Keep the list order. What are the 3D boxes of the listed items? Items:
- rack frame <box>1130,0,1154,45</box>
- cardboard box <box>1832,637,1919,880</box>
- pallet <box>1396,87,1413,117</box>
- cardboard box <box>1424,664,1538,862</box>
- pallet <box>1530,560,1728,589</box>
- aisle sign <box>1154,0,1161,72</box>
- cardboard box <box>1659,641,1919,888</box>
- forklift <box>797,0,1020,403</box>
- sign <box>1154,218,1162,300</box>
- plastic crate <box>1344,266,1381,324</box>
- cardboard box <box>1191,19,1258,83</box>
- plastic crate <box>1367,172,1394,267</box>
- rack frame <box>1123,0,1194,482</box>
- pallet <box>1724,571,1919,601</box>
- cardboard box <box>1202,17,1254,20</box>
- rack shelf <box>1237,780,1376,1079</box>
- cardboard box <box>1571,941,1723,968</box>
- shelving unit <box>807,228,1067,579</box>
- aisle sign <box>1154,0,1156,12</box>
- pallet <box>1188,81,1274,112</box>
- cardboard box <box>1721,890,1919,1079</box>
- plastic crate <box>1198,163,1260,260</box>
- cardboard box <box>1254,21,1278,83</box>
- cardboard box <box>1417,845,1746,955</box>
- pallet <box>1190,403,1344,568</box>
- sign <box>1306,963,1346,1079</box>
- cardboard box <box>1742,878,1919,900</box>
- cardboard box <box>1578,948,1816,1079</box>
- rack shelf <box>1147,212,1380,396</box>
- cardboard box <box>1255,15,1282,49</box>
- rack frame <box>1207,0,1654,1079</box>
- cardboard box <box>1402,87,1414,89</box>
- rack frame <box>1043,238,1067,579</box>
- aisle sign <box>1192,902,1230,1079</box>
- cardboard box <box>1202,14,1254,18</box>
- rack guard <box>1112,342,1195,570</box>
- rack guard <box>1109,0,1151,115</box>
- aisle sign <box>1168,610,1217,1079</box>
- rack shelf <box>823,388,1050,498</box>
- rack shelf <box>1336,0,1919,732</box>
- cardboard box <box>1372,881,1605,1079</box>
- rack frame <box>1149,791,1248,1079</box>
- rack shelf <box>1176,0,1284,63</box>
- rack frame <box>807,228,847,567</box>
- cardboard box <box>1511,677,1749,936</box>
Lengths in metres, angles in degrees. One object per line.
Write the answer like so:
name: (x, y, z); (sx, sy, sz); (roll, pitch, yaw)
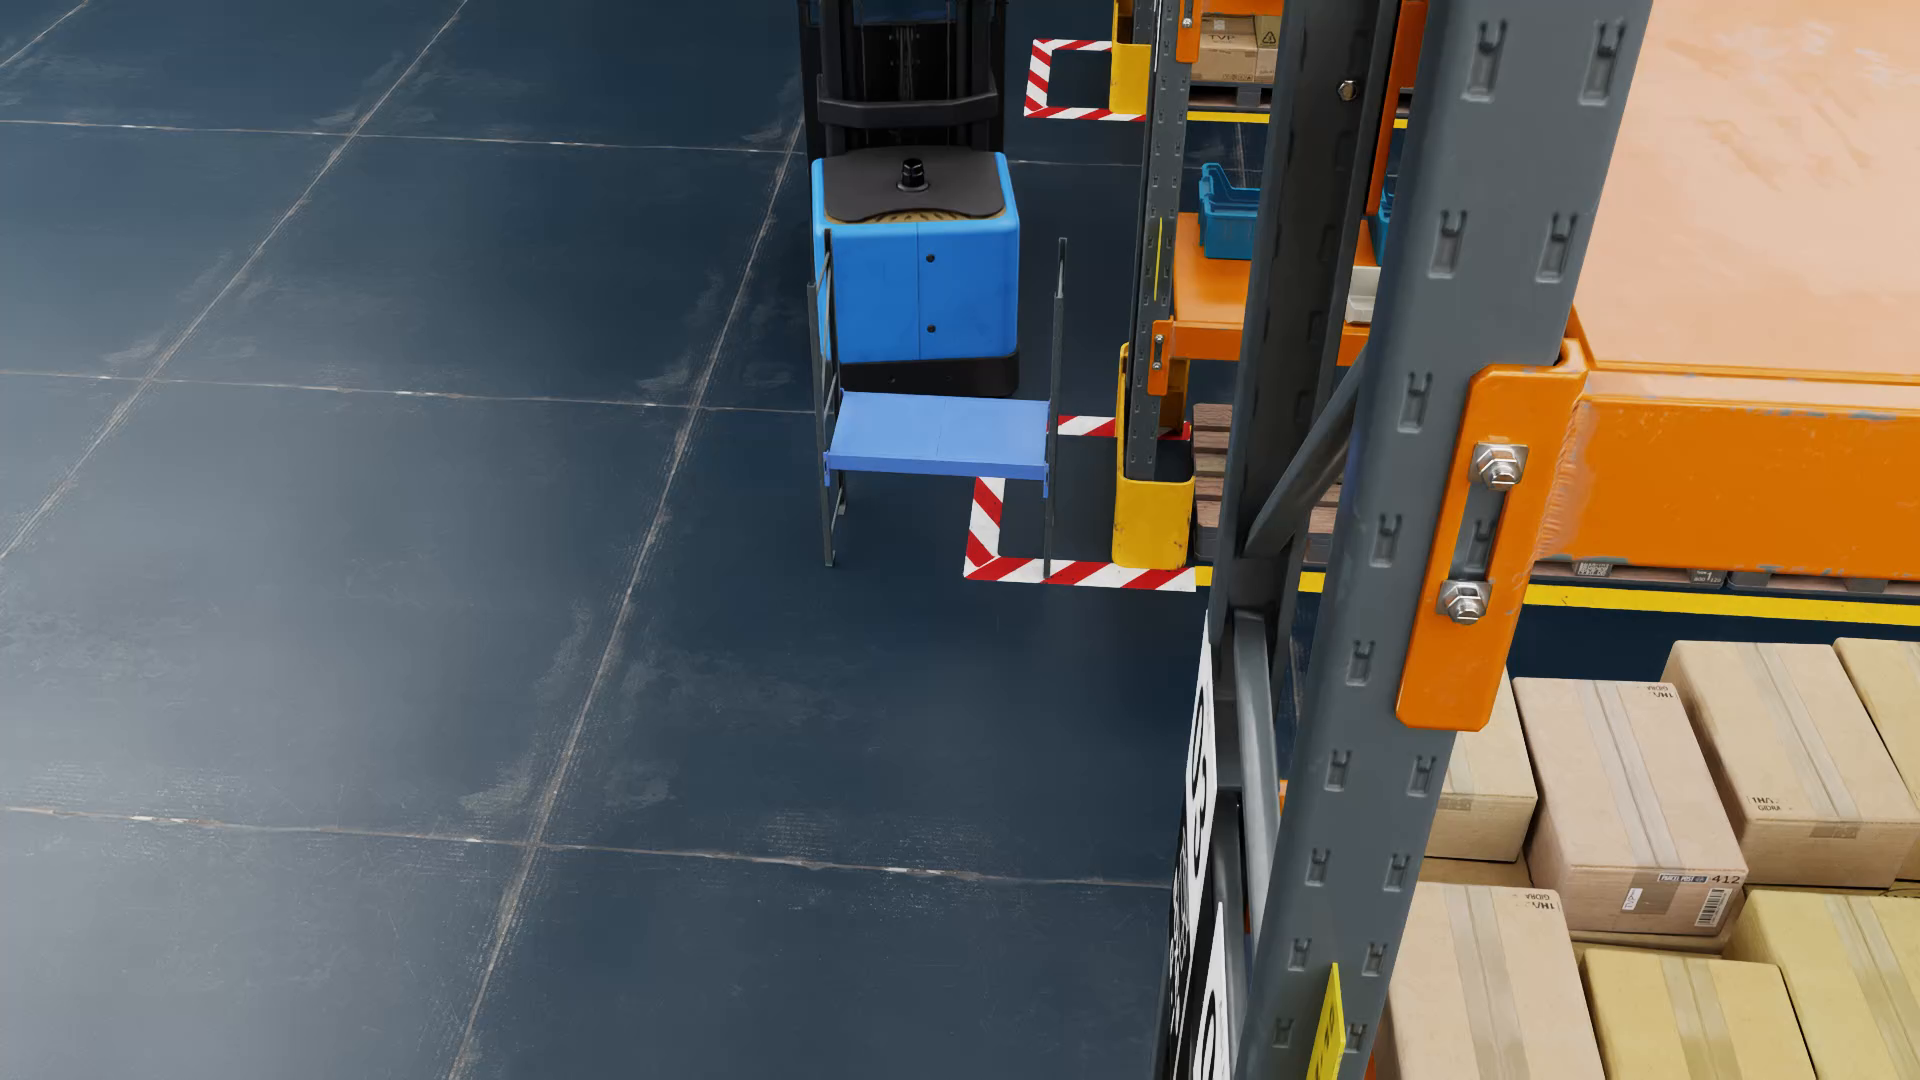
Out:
rack frame: (1.283, -4.486, 11.056); (0.127, 3.000, 1.000); (3, 39, 4)
cardboard box: (1.511, 0.336, 2.559); (0.250, 0.149, 0.380); (3, 39, 4)
pallet: (3.260, -3.321, 11.834); (1.213, 0.211, 1.003); (3, 39, 4)
cardboard box: (0.728, 0.303, 2.599); (0.250, 0.149, 0.380); (3, 39, 4)
pallet: (2.952, -0.199, 7.998); (1.213, 0.211, 1.003); (3, 39, 4)
aisle sign: (0.755, -2.199, 6.187); (0.004, 0.787, 0.394); (3, 39, 4)
cardboard box: (1.259, 0.337, 2.557); (0.250, 0.149, 0.380); (2, 39, 2)
forklift: (-0.323, -2.769, 9.001); (1.130, 2.935, 3.031); (-3, 39, -4)
sign: (0.800, -1.133, 6.717); (0.005, 0.325, 0.100); (3, 39, 4)
plastic crate: (1.715, -1.018, 7.004); (0.250, 0.136, 0.298); (3, 39, 4)
cardboard box: (1.798, -3.413, 11.584); (0.500, 0.250, 0.500); (3, 39, 4)
plastic crate: (2.023, -1.435, 7.426); (0.408, 0.251, 0.499); (3, 39, 4)
rack frame: (0.852, -1.371, 7.229); (0.127, 3.000, 1.000); (3, 39, 4)
pallet: (4.171, -0.135, 7.919); (1.213, 0.211, 1.003); (3, 39, 4)
cardboard box: (1.842, -3.739, 11.984); (0.500, 0.250, 0.500); (3, 39, 4)
rack shelf: (2.417, 0.969, 2.548); (4.000, 0.370, 1.077); (3, 39, 4)
cardboard box: (0.882, 0.828, 2.270); (0.500, 0.250, 0.500); (4, 39, 5)
shelving unit: (-0.085, -0.586, 7.453); (1.048, 1.500, 0.538); (3, 39, 4)
aisle sign: (0.805, -2.570, 6.642); (0.004, 0.787, 0.394); (3, 39, 4)
pallet: (2.048, -3.389, 11.917); (1.213, 0.211, 1.003); (3, 39, 4)
cardboard box: (1.191, 0.656, 2.166); (0.250, 0.149, 0.380); (2, 39, 3)
plastic crate: (1.376, -1.474, 7.473); (0.616, 0.251, 0.499); (3, 39, 4)
cardboard box: (2.296, -3.389, 11.553); (0.500, 0.250, 0.500); (3, 39, 4)
cardboard box: (0.926, 0.505, 2.666); (0.500, 0.250, 0.500); (4, 39, 5)
pallet: (1.740, -0.267, 8.082); (1.213, 0.211, 1.003); (3, 39, 4)
sign: (0.378, 0.583, 1.760); (0.005, 0.325, 0.100); (3, 39, 4)
cardboard box: (1.424, 0.531, 2.635); (0.500, 0.250, 0.500); (3, 39, 4)
cardboard box: (0.929, 0.720, 2.087); (0.250, 0.149, 0.380); (4, 39, 5)
rack shelf: (2.844, -0.983, 7.322); (4.000, 0.370, 1.077); (3, 39, 4)
cardboard box: (2.296, -3.678, 11.315); (0.500, 0.500, 0.500); (3, 39, 4)
rack frame: (0.424, -0.583, 1.508); (0.127, 3.000, 1.000); (3, 39, 4)
cardboard box: (3.292, -3.331, 11.482); (0.500, 0.250, 0.500); (3, 39, 4)
rack frame: (0.421, -0.559, 7.419); (0.032, 1.500, 0.500); (3, 39, 4)
aisle sign: (0.337, 0.921, 2.353); (0.004, 0.787, 0.394); (3, 39, 4)
cardboard box: (1.843, -4.031, 11.749); (0.500, 0.500, 0.500); (3, 39, 4)
rack guard: (0.931, -0.427, 8.049); (0.348, 0.500, 1.175); (3, 39, 4)
rack guard: (1.259, -3.518, 11.847); (0.348, 0.500, 1.175); (3, 39, 4)
aisle sign: (0.388, 0.544, 2.817); (0.004, 0.787, 0.394); (3, 39, 4)
rack shelf: (-0.085, -0.447, 7.566); (1.000, 0.185, 0.538); (3, 39, 4)
rack shelf: (2.417, -0.194, 1.602); (4.000, 0.370, 1.077); (3, 39, 4)
cardboard box: (0.679, 0.645, 2.179); (0.250, 0.149, 0.380); (3, 39, 4)
rack frame: (0.424, 1.744, 3.402); (0.127, 3.000, 1.000); (3, 39, 4)
rack shelf: (2.844, -2.146, 6.375); (4.000, 0.370, 1.077); (3, 39, 4)
rack frame: (-0.592, -0.614, 7.487); (0.032, 1.500, 0.500); (3, 39, 4)
cardboard box: (0.977, 0.391, 2.491); (0.250, 0.149, 0.380); (2, 39, 2)
